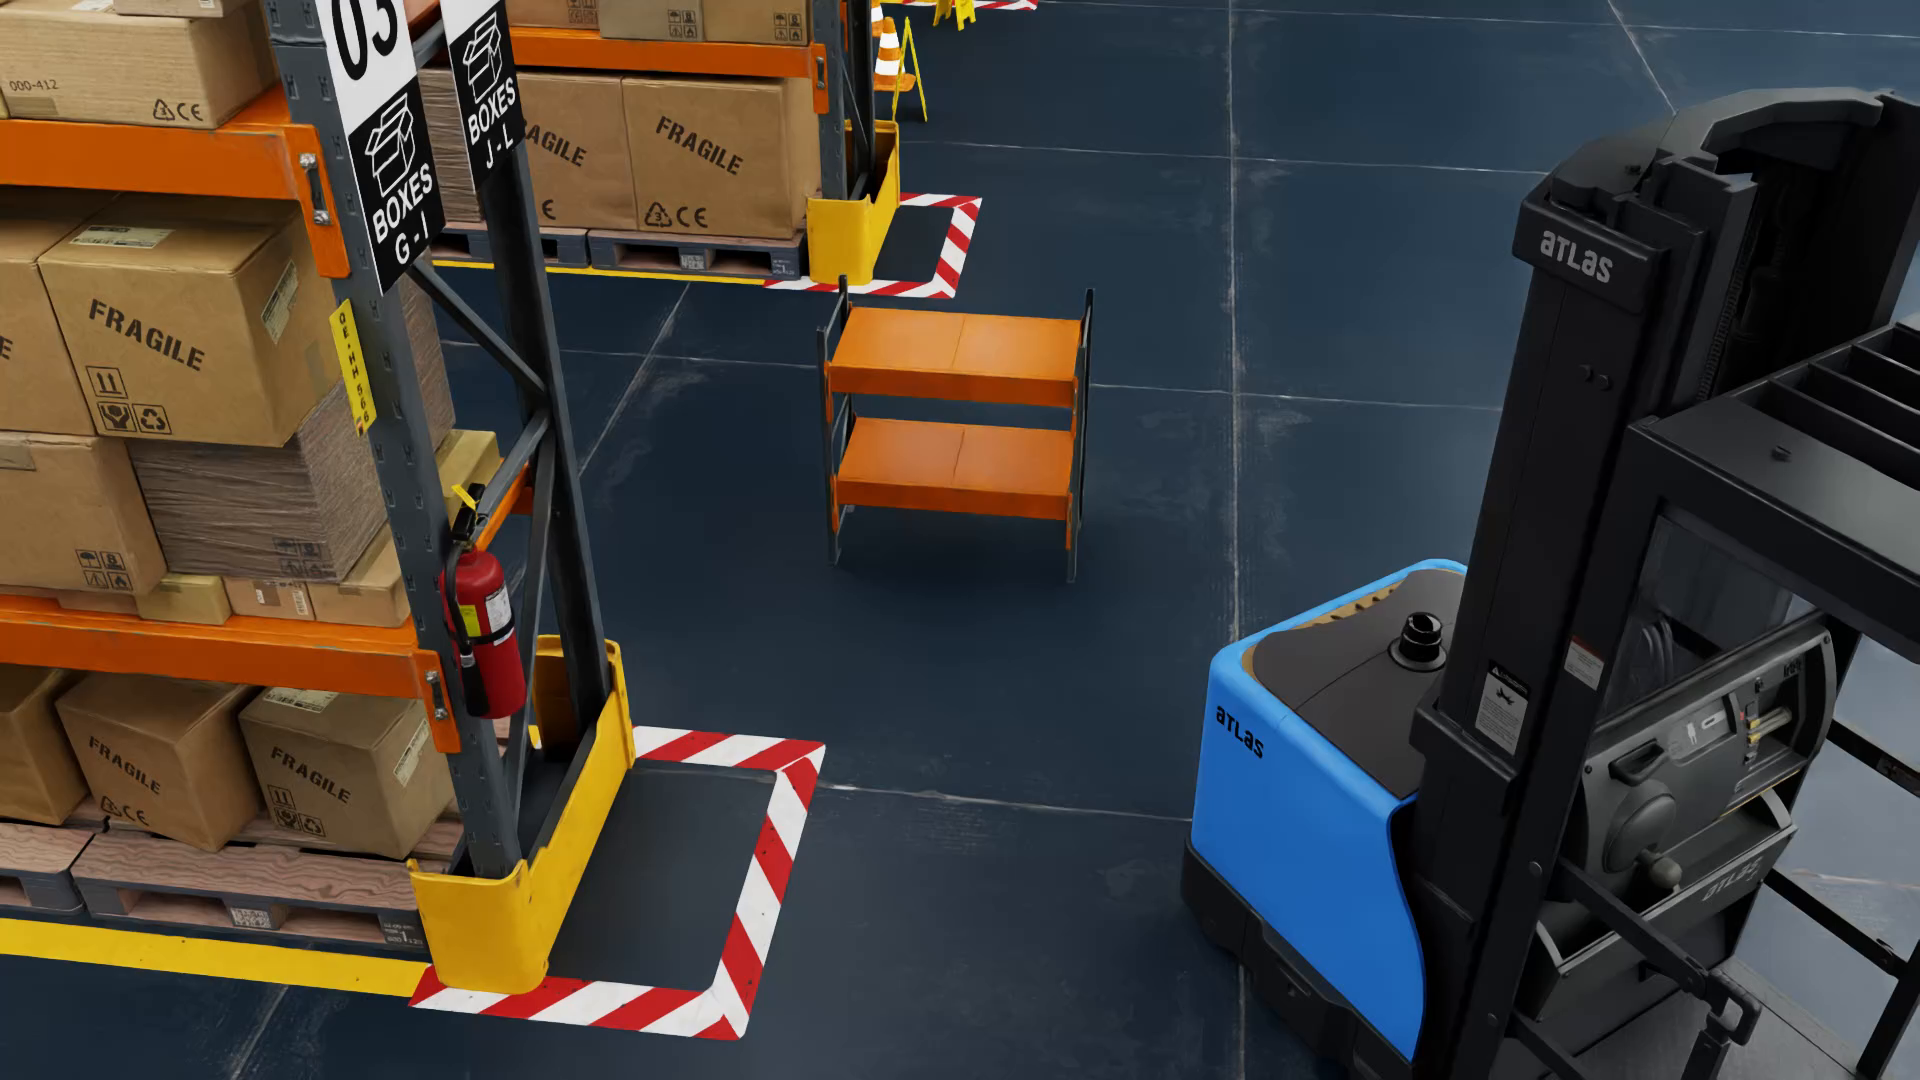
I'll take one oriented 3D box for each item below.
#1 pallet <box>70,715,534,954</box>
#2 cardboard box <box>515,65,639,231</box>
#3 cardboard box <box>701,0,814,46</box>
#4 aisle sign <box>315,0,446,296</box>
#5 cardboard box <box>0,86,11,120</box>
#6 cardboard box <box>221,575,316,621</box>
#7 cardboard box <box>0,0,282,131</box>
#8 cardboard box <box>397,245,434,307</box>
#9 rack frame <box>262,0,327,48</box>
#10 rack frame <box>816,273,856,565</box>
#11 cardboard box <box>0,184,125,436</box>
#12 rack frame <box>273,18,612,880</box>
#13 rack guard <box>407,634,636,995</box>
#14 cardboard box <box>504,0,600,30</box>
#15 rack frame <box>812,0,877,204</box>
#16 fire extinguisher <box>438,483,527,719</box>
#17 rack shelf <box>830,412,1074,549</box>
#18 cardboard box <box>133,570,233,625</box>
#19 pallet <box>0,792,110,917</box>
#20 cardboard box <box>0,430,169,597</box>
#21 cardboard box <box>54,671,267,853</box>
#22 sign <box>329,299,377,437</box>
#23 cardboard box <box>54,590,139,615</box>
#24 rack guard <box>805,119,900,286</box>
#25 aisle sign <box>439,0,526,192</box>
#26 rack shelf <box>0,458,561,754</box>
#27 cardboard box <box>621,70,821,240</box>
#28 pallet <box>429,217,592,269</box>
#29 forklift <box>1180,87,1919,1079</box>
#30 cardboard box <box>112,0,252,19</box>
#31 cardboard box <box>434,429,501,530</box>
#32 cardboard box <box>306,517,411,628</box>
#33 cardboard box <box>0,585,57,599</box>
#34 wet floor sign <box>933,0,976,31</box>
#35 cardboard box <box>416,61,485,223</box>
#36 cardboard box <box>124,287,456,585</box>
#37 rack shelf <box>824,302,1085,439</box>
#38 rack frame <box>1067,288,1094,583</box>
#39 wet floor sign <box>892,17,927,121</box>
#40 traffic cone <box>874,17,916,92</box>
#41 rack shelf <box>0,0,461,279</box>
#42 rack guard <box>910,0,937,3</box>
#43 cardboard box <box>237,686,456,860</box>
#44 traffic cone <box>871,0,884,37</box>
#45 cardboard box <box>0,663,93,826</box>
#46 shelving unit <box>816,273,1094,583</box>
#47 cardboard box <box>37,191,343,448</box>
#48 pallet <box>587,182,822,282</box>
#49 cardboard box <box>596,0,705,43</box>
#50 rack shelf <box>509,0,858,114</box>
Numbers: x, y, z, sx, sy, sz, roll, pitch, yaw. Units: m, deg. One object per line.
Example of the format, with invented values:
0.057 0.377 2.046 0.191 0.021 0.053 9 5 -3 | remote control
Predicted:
-2.234 0.922 5.776 1.213 0.211 1.003 4 36 6 | pallet
-2.179 -2.359 9.441 0.875 0.875 0.875 4 36 5 | cardboard box
-0.999 -3.040 8.798 0.550 0.550 0.875 4 36 6 | cardboard box
-1.334 -1.008 3.842 0.004 0.787 0.394 4 36 6 | aisle sign
-2.363 -1.211 3.912 0.500 0.250 0.500 4 36 6 | cardboard box
-1.914 0.054 4.808 0.250 0.149 0.380 4 36 6 | cardboard box
-1.868 -1.176 3.863 0.500 0.250 0.500 5 36 7 | cardboard box
-1.868 -0.893 4.717 0.500 0.500 0.500 4 36 6 | cardboard box
-1.357 -2.569 3.103 0.127 3.000 1.000 4 36 6 | rack frame
-0.511 -0.496 6.977 0.032 1.125 0.500 4 36 6 | rack frame
-2.431 -0.628 4.345 0.500 0.500 0.500 4 36 6 | cardboard box
-1.357 -0.127 4.846 0.127 3.000 1.000 4 36 6 | rack frame
-1.433 0.885 5.580 0.348 0.500 1.175 4 36 6 | rack guard
-2.087 -3.182 8.997 0.550 0.550 0.875 4 36 6 | cardboard box
-0.625 -2.977 8.840 0.127 3.000 1.000 4 36 6 | rack frame
-1.302 0.179 4.484 0.183 0.674 0.296 4 36 6 | fire extinguisher
-0.007 -0.259 7.066 1.000 0.278 0.538 4 36 6 | rack shelf
-2.169 0.066 4.792 0.250 0.149 0.380 4 36 6 | cardboard box
-3.440 0.830 5.905 1.213 0.211 1.003 4 36 6 | pallet
-2.410 -0.313 4.764 0.500 0.500 0.875 4 36 6 | cardboard box
-2.572 0.639 5.562 0.500 0.500 0.500 14 38 18 | cardboard box
-1.448 -0.409 3.972 0.005 0.325 0.100 4 36 6 | sign
-2.415 0.038 4.831 0.250 0.149 0.380 4 36 6 | cardboard box
-0.601 -1.958 9.563 0.348 0.500 1.175 4 36 6 | rack guard
-1.258 -1.353 4.326 0.004 0.787 0.394 4 36 6 | aisle sign
-3.341 0.018 5.262 4.000 0.370 1.077 4 36 6 | rack shelf
-1.306 -2.296 9.352 0.875 0.875 0.875 4 36 6 | cardboard box
-2.635 -1.948 9.798 1.213 0.211 1.003 4 36 6 | pallet
1.939 0.590 3.900 1.130 2.935 3.031 -20 40 -26 | forklift
-1.672 -1.290 3.679 0.250 0.149 0.380 4 36 6 | cardboard box
-1.609 -0.183 5.141 0.250 0.149 0.380 4 36 6 | cardboard box
-1.666 0.073 4.782 0.250 0.149 0.380 4 36 6 | cardboard box
-2.657 -0.004 4.890 0.250 0.149 0.380 4 36 6 | cardboard box
-0.043 -4.248 12.647 0.232 0.644 0.267 17 39 22 | wet floor sign
-3.083 -2.428 9.537 0.875 0.875 0.875 5 36 6 | cardboard box
-1.899 -0.345 4.809 0.500 0.500 0.875 4 36 6 | cardboard box
-0.007 -0.697 6.754 1.000 0.278 0.538 4 36 6 | rack shelf
0.497 -0.421 6.871 0.032 1.125 0.500 4 36 6 | rack frame
-0.344 -3.158 11.119 0.232 0.644 0.267 -2 36 -2 | wet floor sign
-0.490 -3.428 11.655 0.334 0.463 0.336 4 36 6 | traffic cone
-3.341 -1.203 4.391 4.000 0.370 1.077 4 36 6 | rack shelf
-0.170 -4.825 13.580 0.348 0.500 1.175 4 36 6 | rack guard
-1.974 0.664 5.528 0.500 0.500 0.500 11 37 15 | cardboard box
-0.686 -4.093 12.586 0.334 0.463 0.336 4 36 6 | traffic cone
-3.190 0.582 5.643 0.500 0.500 0.500 7 36 10 | cardboard box
-0.007 -0.458 6.924 1.048 1.125 0.538 4 36 6 | shelving unit
-1.934 -0.594 4.297 0.500 0.500 0.500 4 36 6 | cardboard box
-1.428 -1.856 9.669 1.213 0.211 1.003 4 36 6 | pallet
-1.547 -3.068 8.837 0.550 0.550 0.875 4 36 6 | cardboard box
-2.609 -2.832 9.256 4.000 0.370 1.077 4 36 6 | rack shelf
